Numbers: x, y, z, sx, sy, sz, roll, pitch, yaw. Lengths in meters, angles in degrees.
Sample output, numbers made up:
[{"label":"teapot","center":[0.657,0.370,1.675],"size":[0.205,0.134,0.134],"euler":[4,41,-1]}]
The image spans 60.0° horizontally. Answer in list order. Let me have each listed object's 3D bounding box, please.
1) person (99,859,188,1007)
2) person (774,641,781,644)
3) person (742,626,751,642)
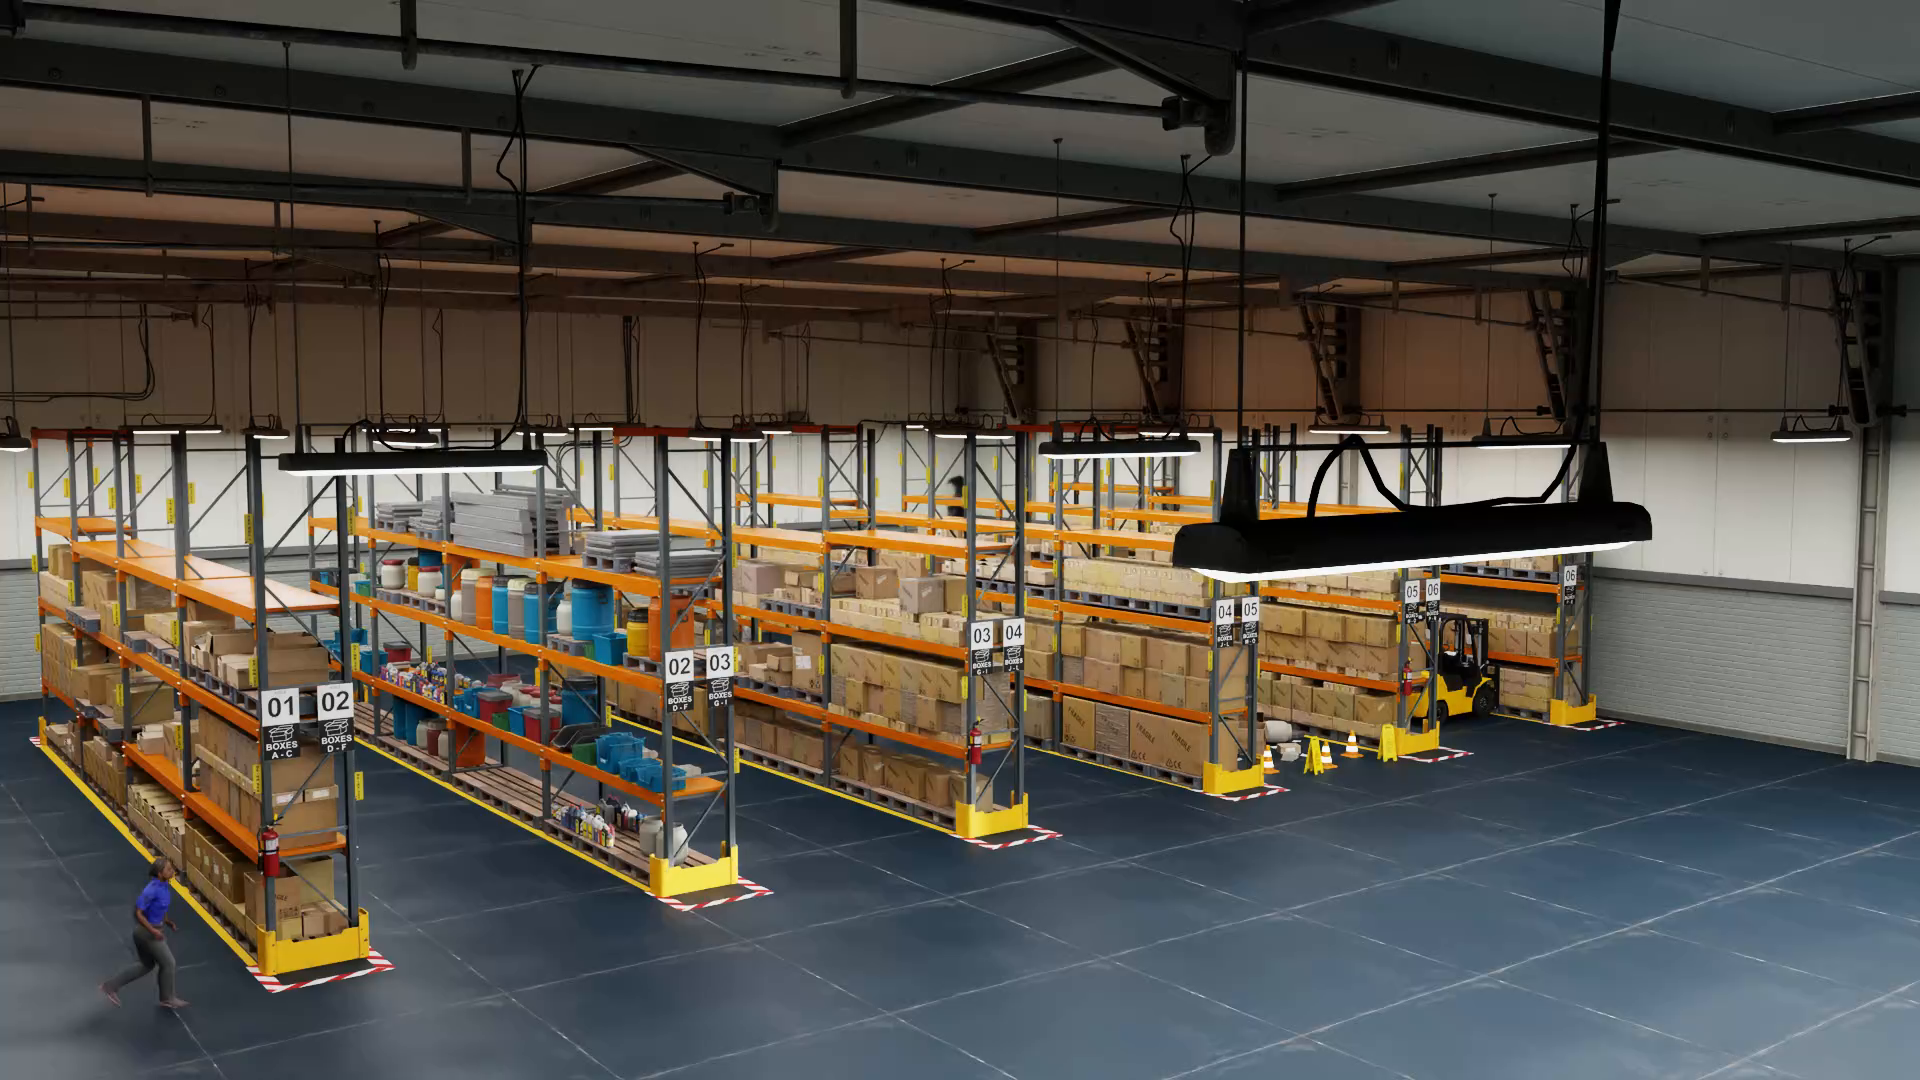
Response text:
[{"label":"person","center":[-8.609,4.171,17.488],"size":[0.833,1.643,0.603],"euler":[-1,5,-14]},{"label":"person","center":[-3.816,2.867,33.928],"size":[0.911,1.655,0.707],"euler":[2,5,23]},{"label":"person","center":[-5.398,2.157,41.840],"size":[0.776,1.745,0.781],"euler":[-1,5,-6]}]
